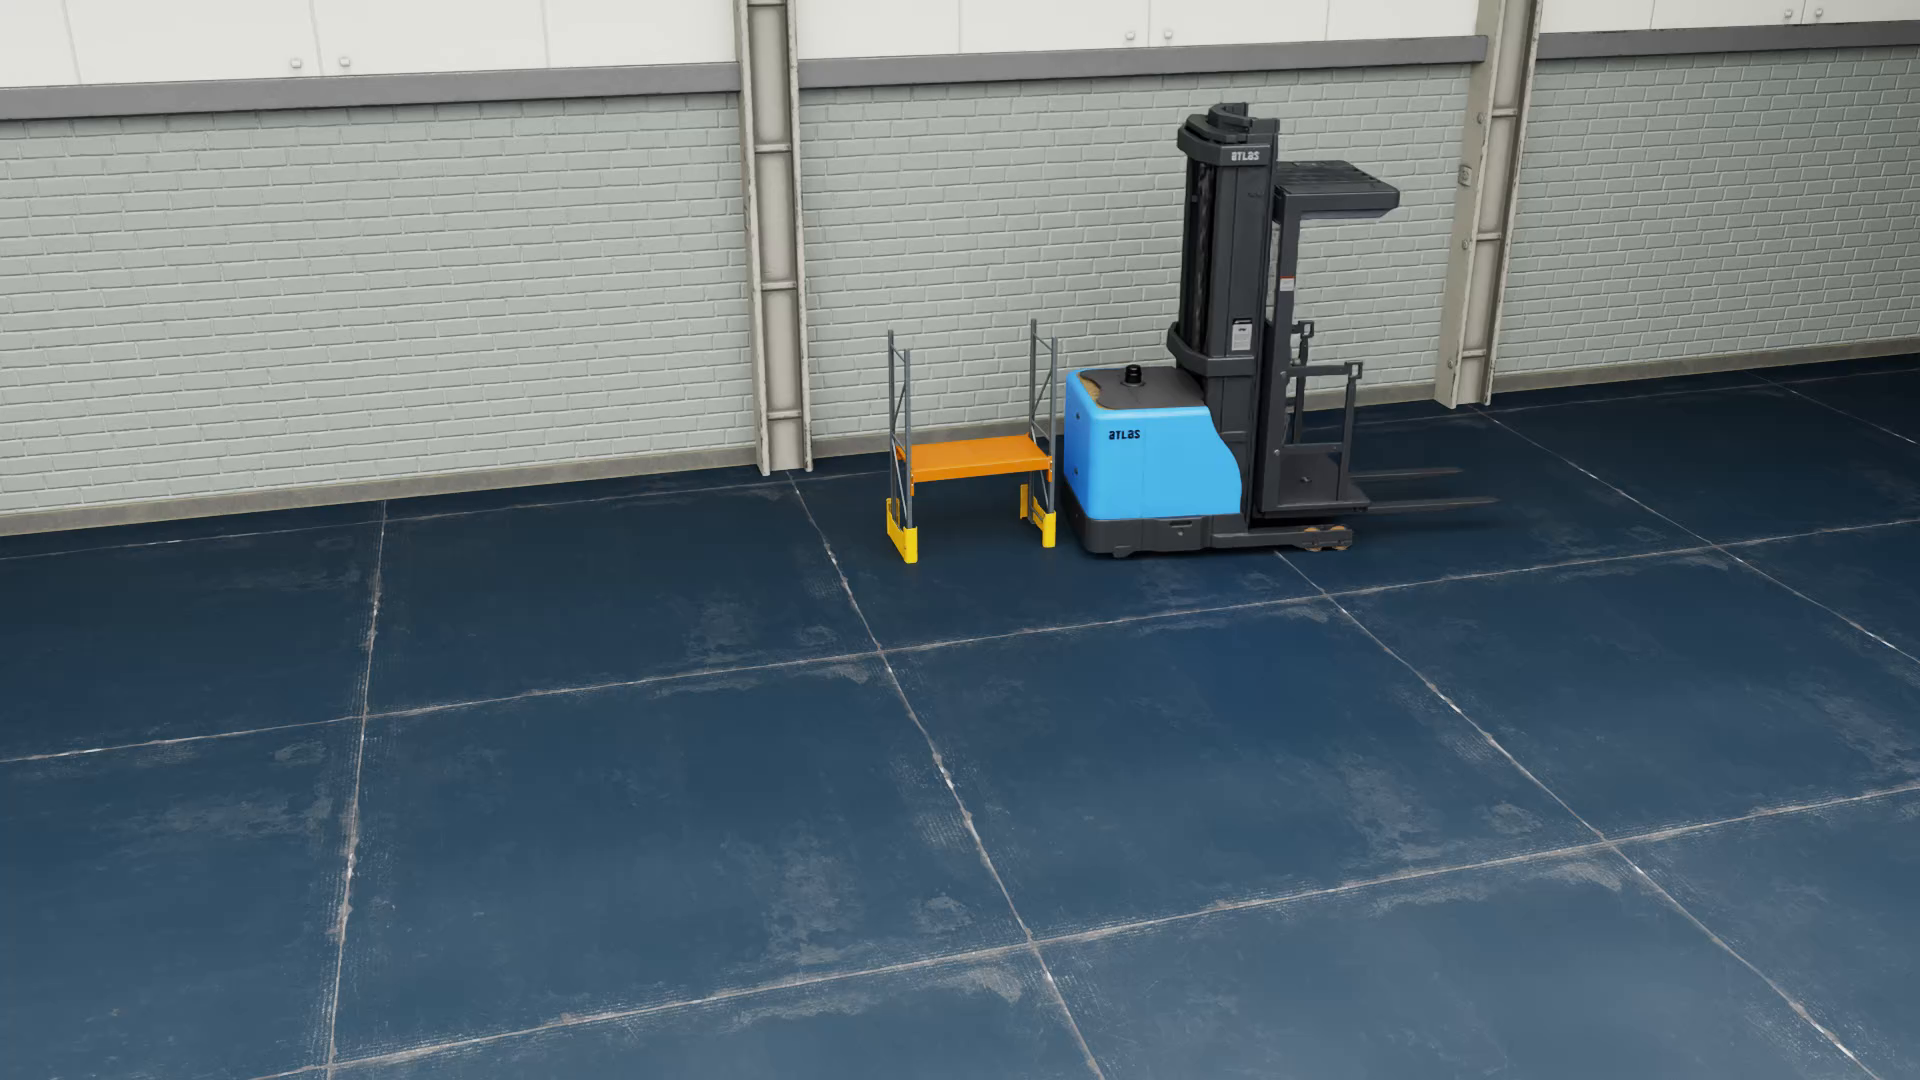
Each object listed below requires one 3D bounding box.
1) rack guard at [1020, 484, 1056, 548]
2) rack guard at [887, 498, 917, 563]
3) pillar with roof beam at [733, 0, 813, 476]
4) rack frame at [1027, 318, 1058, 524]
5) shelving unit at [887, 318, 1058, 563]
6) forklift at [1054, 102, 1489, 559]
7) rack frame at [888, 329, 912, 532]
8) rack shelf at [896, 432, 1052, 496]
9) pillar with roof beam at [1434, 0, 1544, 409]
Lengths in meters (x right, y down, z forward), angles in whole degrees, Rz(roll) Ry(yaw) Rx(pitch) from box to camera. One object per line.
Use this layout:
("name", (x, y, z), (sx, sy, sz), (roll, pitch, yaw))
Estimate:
("rack guard", (0.553, -0.176, 11.843), (0.087, 0.250, 0.587), (-6, 24, -14))
("rack guard", (-0.406, -0.070, 11.596), (0.087, 0.250, 0.587), (-6, 24, -14))
("pillar with roof beam", (-0.219, -3.079, 7.514), (0.400, 9.000, 9.100), (-6, 24, -14))
("rack frame", (0.572, -0.752, 11.602), (0.032, 1.500, 0.500), (-6, 24, -14))
("shelving unit", (0.073, -0.697, 11.473), (1.083, 1.500, 0.587), (-6, 24, -14))
("forklift", (2.215, -1.465, 11.447), (3.031, 2.935, 1.130), (-3, 23, -7))
("rack frame", (-0.407, -0.644, 11.349), (0.032, 1.500, 0.500), (-6, 24, -14))
("rack shelf", (0.082, -0.533, 11.546), (1.000, 0.185, 0.538), (-6, 24, -14))
("pillar with roof beam", (5.558, -3.718, 9.003), (0.400, 9.000, 9.100), (-6, 24, -14))
